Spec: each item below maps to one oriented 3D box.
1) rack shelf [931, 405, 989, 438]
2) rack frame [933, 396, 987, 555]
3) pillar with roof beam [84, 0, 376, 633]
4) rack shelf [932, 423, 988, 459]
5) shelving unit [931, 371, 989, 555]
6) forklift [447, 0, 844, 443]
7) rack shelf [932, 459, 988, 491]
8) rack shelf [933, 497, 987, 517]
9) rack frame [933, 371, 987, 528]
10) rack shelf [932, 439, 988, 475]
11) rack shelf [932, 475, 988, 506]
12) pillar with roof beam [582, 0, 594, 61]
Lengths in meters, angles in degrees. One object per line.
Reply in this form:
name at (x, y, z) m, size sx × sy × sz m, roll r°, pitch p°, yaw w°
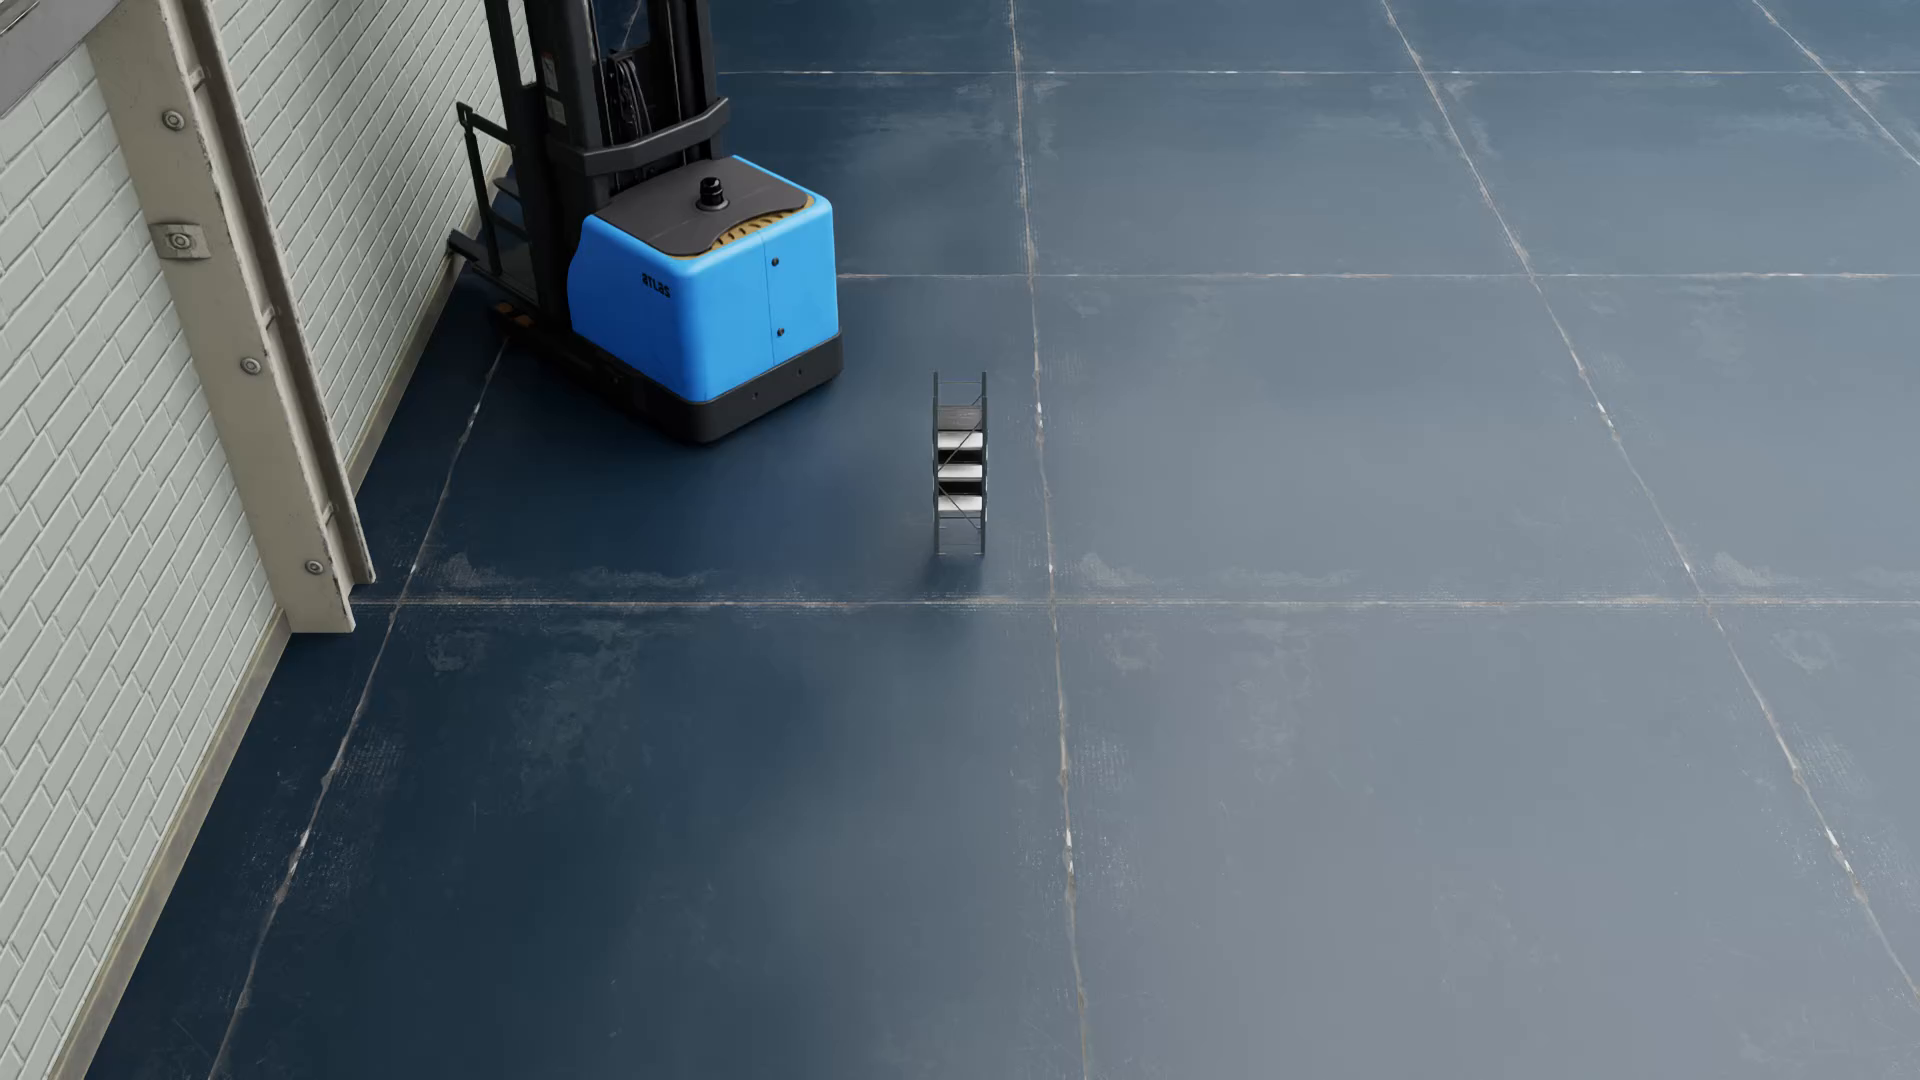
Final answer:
rack shelf at (0.000, -0.531, 7.560) m, size 0.258 × 0.077 × 0.200 m, roll 0°, pitch 39°, yaw 0°
rack frame at (0.000, -0.282, 7.628) m, size 0.240 × 0.900 × 0.006 m, roll 0°, pitch 39°, yaw 0°
pillar with roof beam at (1.418, -3.223, 4.822) m, size 9.100 × 9.000 × 0.400 m, roll 0°, pitch 39°, yaw 0°
rack shelf at (0.000, -0.461, 7.616) m, size 0.258 × 0.077 × 0.200 m, roll 0°, pitch 39°, yaw 0°
shelving unit at (0.000, -0.346, 7.708) m, size 0.258 × 0.900 × 0.210 m, roll 0°, pitch 39°, yaw 0°
forklift at (-2.043, -2.450, 8.709) m, size 3.031 × 2.935 × 1.130 m, roll 31°, pitch 48°, yaw 33°
rack shelf at (0.000, -0.320, 7.729) m, size 0.258 × 0.077 × 0.200 m, roll 0°, pitch 39°, yaw 0°
rack shelf at (0.000, -0.180, 7.841) m, size 0.258 × 0.077 × 0.200 m, roll 0°, pitch 39°, yaw 0°
rack frame at (0.000, -0.410, 7.787) m, size 0.240 × 0.900 × 0.006 m, roll 0°, pitch 39°, yaw 0°
rack shelf at (0.000, -0.390, 7.672) m, size 0.258 × 0.077 × 0.200 m, roll 0°, pitch 39°, yaw 0°
rack shelf at (0.000, -0.250, 7.785) m, size 0.258 × 0.077 × 0.200 m, roll 0°, pitch 39°, yaw 0°
pillar with roof beam at (1.411, -6.975, 9.504) m, size 9.100 × 9.000 × 0.400 m, roll 0°, pitch 39°, yaw 0°
